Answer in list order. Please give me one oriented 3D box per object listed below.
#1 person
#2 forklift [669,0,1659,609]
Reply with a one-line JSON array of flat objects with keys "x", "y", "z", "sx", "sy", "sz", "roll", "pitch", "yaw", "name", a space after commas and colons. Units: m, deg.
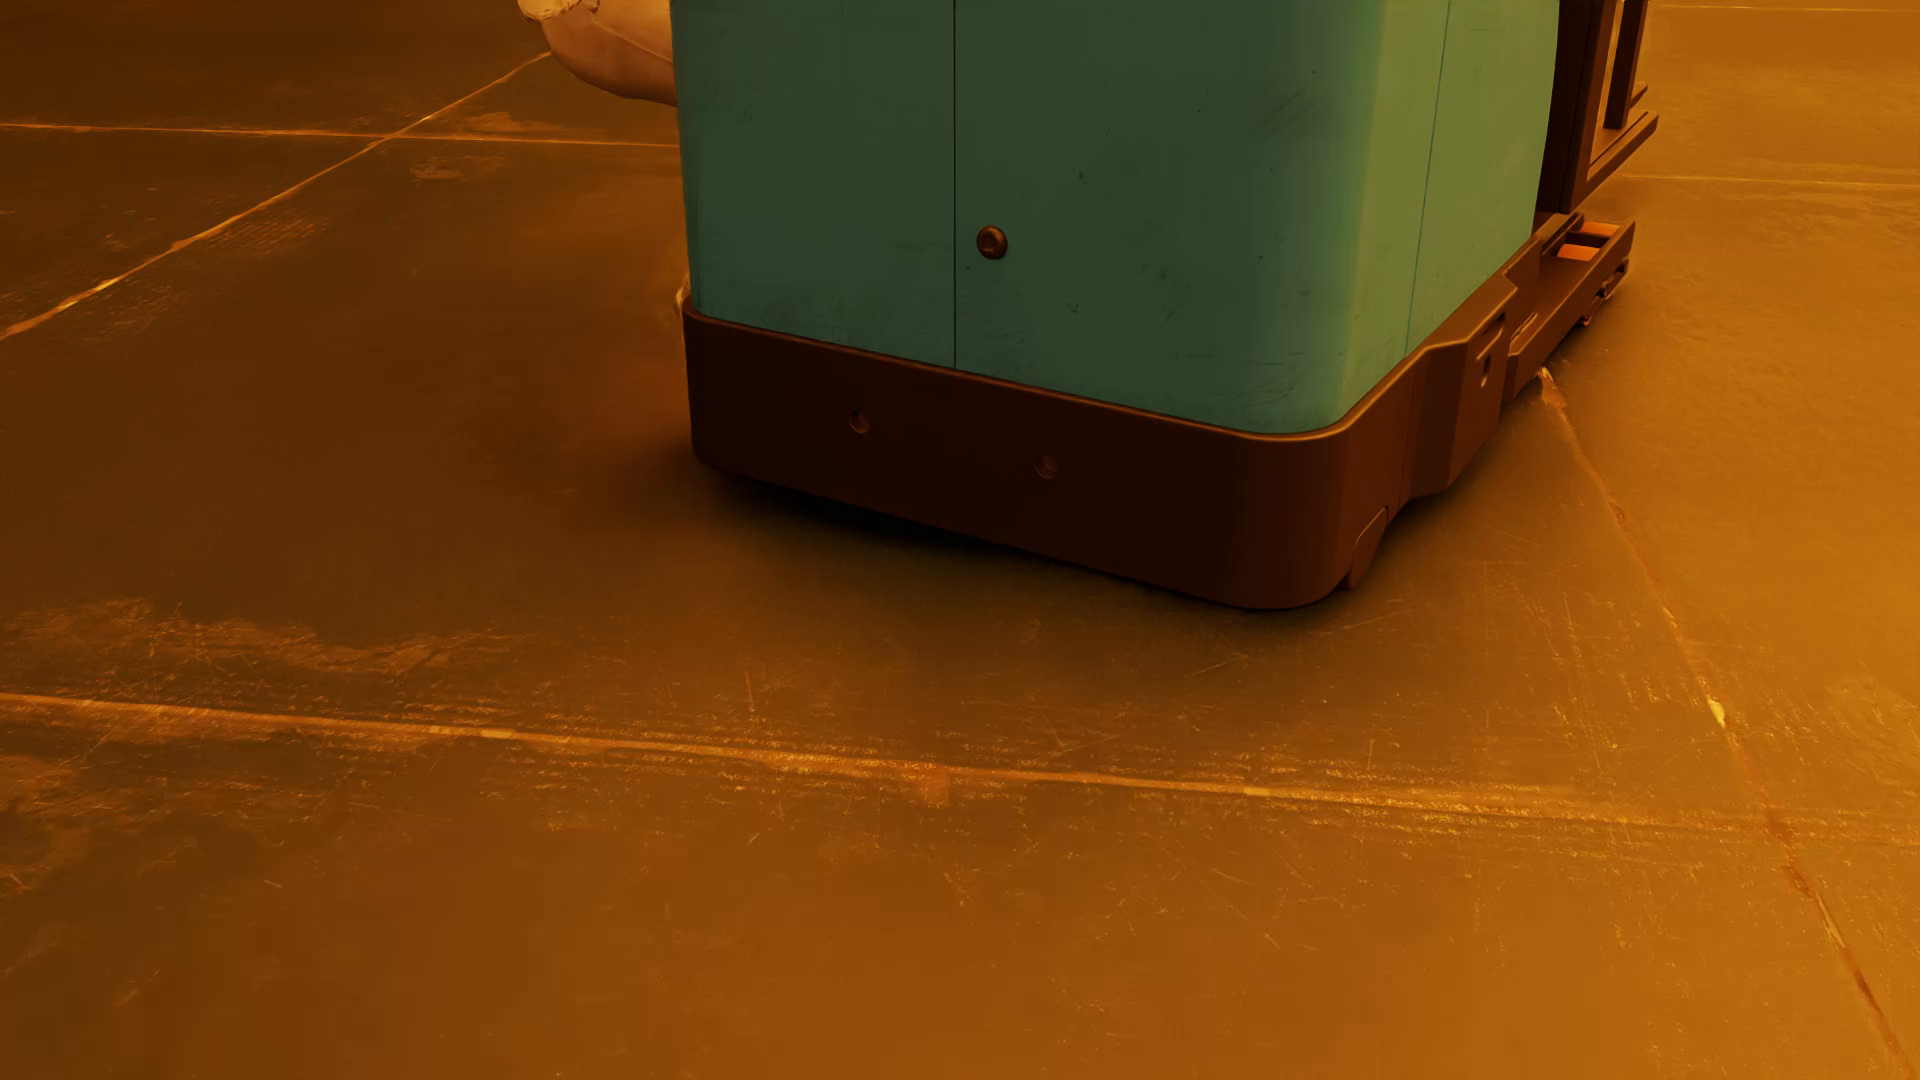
[{"x": -0.314, "y": -0.922, "z": 2.668, "sx": 0.772, "sy": 1.486, "sz": 1.028, "roll": 8, "pitch": 28, "yaw": 16, "name": "person"}, {"x": 0.768, "y": -1.838, "z": 2.902, "sx": 1.130, "sy": 2.935, "sz": 3.031, "roll": 15, "pitch": 30, "yaw": 27, "name": "forklift"}]
